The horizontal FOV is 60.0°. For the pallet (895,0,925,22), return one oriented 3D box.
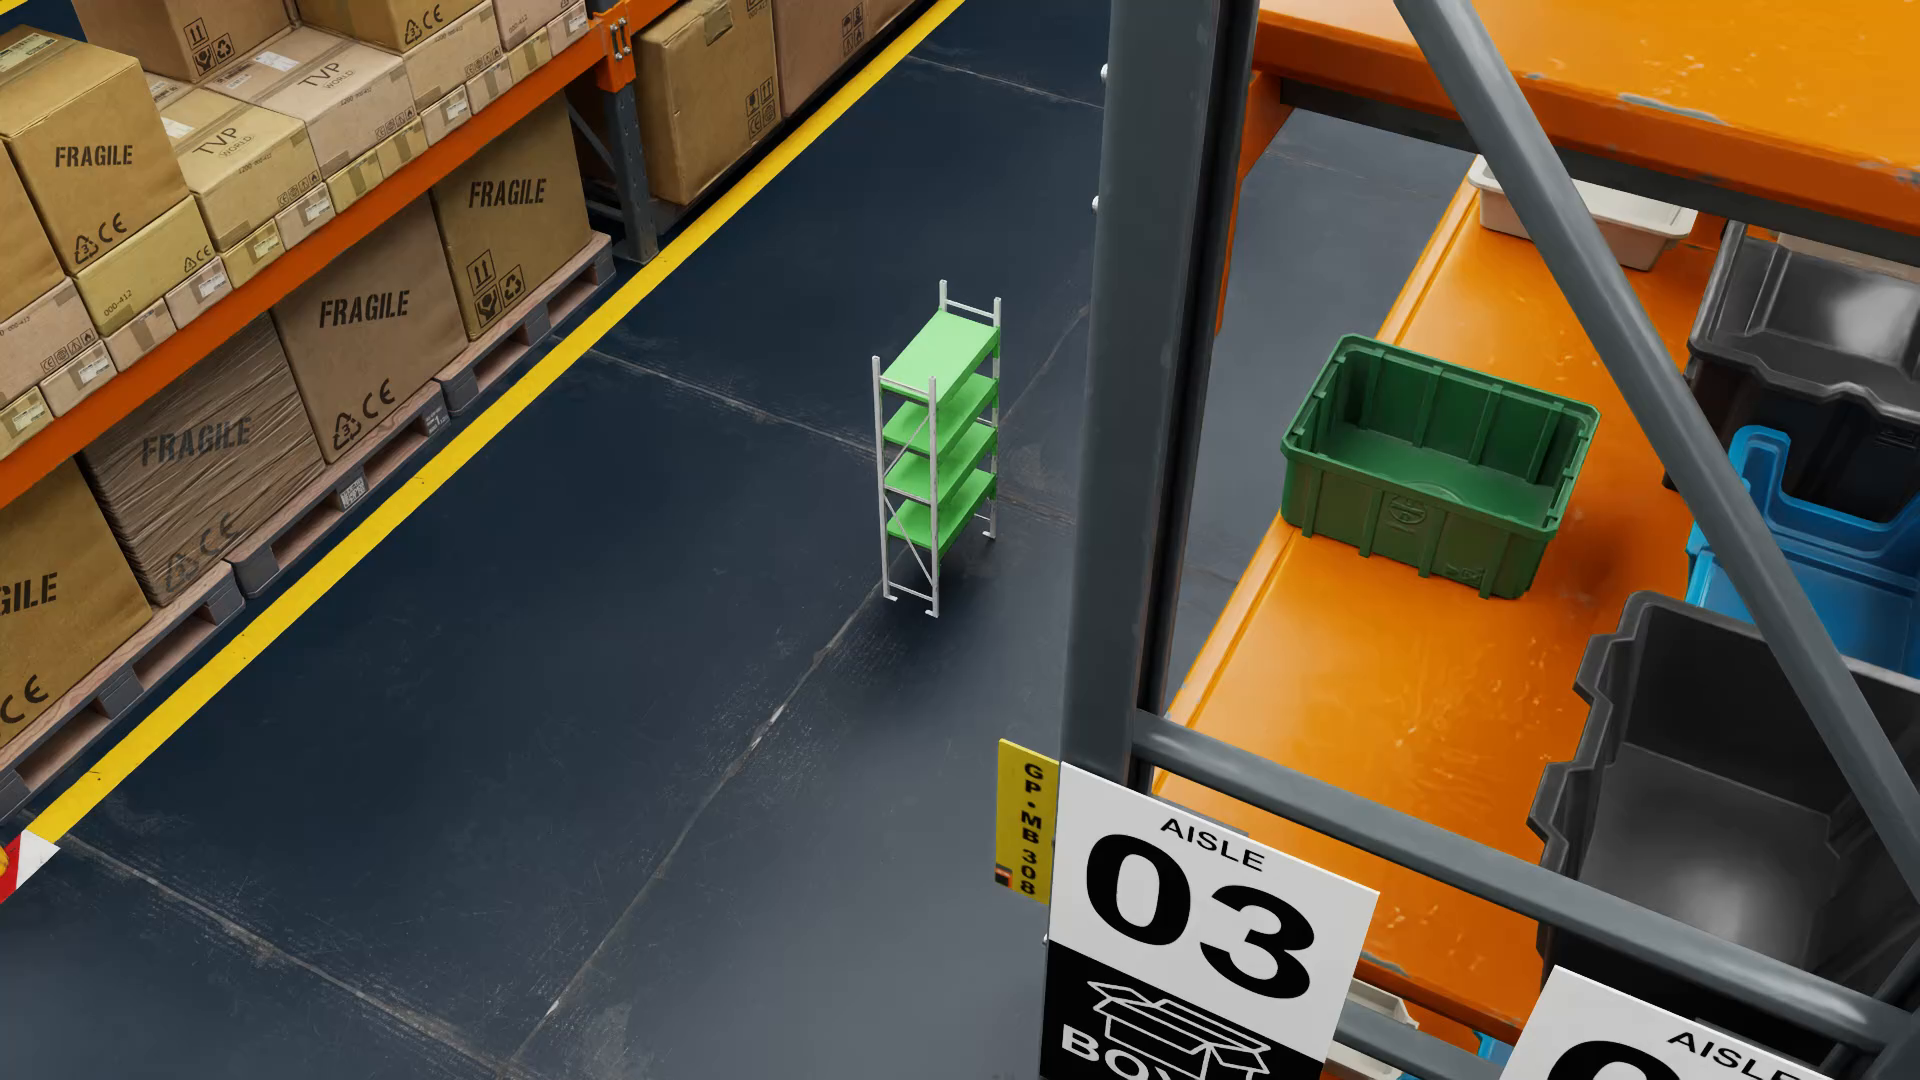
[{"bbox_3d":[-0.516,-3.649,10.208,1.003,0.211,1.213,20,49,19],"label":"pallet"}]

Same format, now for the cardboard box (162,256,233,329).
[{"bbox_3d":[-2.746,-0.898,5.705,0.380,0.149,0.250,20,49,19],"label":"cardboard box"}]

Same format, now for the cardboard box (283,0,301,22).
[{"bbox_3d":[-2.625,-2.371,6.354,0.500,0.500,0.500,20,49,19],"label":"cardboard box"}]

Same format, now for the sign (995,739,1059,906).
[{"bbox_3d":[0.095,0.385,2.225,0.100,0.325,0.005,20,49,19],"label":"sign"}]

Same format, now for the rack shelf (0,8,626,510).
[{"bbox_3d":[-2.869,-1.068,6.203,1.077,0.370,4.000,20,49,19],"label":"rack shelf"}]

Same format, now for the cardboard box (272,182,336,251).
[{"bbox_3d":[-2.507,-1.223,6.026,0.380,0.149,0.250,21,49,20],"label":"cardboard box"}]

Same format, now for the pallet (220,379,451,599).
[{"bbox_3d":[-2.928,-0.376,6.973,1.003,0.211,1.213,20,49,19],"label":"pallet"}]

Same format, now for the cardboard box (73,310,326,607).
[{"bbox_3d":[-3.149,-0.465,6.299,0.875,0.875,0.875,20,49,19],"label":"cardboard box"}]

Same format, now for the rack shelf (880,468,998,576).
[{"bbox_3d":[-0.077,-0.104,6.436,0.258,0.148,0.480,20,49,19],"label":"rack shelf"}]

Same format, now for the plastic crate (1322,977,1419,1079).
[{"bbox_3d":[0.808,1.072,3.724,0.396,0.136,0.243,20,49,19],"label":"plastic crate"}]

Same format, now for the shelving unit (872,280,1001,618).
[{"bbox_3d":[-0.077,-0.317,6.220,0.258,1.200,0.503,20,49,19],"label":"shelving unit"}]

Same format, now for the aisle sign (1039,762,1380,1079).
[{"bbox_3d":[0.297,0.609,2.211,0.394,0.787,0.004,20,49,19],"label":"aisle sign"}]

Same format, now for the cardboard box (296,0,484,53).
[{"bbox_3d":[-2.153,-2.204,6.189,0.500,0.500,0.500,21,49,19],"label":"cardboard box"}]

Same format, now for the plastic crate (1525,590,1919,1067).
[{"bbox_3d":[1.015,0.415,2.214,0.497,0.269,0.590,20,49,19],"label":"plastic crate"}]

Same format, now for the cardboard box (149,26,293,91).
[{"bbox_3d":[-2.861,-1.783,6.300,0.500,0.250,0.500,22,49,20],"label":"cardboard box"}]

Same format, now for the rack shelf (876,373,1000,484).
[{"bbox_3d":[-0.077,-0.441,6.095,0.258,0.148,0.480,20,49,19],"label":"rack shelf"}]

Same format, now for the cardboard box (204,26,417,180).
[{"bbox_3d":[-2.388,-1.620,6.138,0.500,0.250,0.500,21,49,20],"label":"cardboard box"}]

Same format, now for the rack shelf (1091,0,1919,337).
[{"bbox_3d":[1.518,-1.401,2.595,1.077,0.370,4.000,20,49,19],"label":"rack shelf"}]

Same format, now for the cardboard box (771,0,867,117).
[{"bbox_3d":[-1.247,-2.955,8.760,1.225,0.875,0.875,19,48,18],"label":"cardboard box"}]

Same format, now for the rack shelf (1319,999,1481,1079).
[{"bbox_3d":[1.518,0.567,4.586,1.077,0.370,4.000,20,49,19],"label":"rack shelf"}]

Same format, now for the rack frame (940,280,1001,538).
[{"bbox_3d":[0.036,-0.471,6.372,0.240,1.200,0.015,20,49,19],"label":"rack frame"}]

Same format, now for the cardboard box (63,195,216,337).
[{"bbox_3d":[-2.864,-0.971,5.497,0.500,0.250,0.500,19,48,18],"label":"cardboard box"}]

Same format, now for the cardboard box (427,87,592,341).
[{"bbox_3d":[-2.318,-1.592,7.413,0.875,0.875,0.875,20,49,19],"label":"cardboard box"}]

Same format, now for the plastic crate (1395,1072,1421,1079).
[{"bbox_3d":[0.580,1.268,3.321,0.616,0.435,0.499,20,49,19],"label":"plastic crate"}]

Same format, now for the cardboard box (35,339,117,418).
[{"bbox_3d":[-2.984,-0.576,5.387,0.380,0.149,0.250,20,49,18],"label":"cardboard box"}]

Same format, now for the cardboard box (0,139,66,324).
[{"bbox_3d":[-3.103,-0.905,4.904,0.500,0.500,0.500,19,48,18],"label":"cardboard box"}]

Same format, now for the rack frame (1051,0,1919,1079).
[{"bbox_3d":[0.590,-0.535,0.951,1.000,3.000,0.127,20,49,19],"label":"rack frame"}]

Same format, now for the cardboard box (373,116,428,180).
[{"bbox_3d":[-2.269,-1.544,6.344,0.380,0.149,0.250,21,49,20],"label":"cardboard box"}]

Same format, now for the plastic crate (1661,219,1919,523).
[{"bbox_3d":[1.542,-0.330,2.902,0.504,0.338,0.767,20,49,19],"label":"plastic crate"}]

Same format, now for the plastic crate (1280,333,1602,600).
[{"bbox_3d":[0.795,-0.121,2.801,0.450,0.188,0.336,20,49,19],"label":"plastic crate"}]

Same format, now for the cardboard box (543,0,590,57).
[{"bbox_3d":[-1.792,-2.192,6.984,0.380,0.149,0.250,21,49,19],"label":"cardboard box"}]

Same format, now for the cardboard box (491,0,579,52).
[{"bbox_3d":[-1.913,-2.268,6.779,0.500,0.250,0.500,20,49,18],"label":"cardboard box"}]

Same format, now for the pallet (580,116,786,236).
[{"bbox_3d":[-1.649,-2.112,8.689,1.003,0.211,1.213,20,49,19],"label":"pallet"}]

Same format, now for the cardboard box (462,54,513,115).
[{"bbox_3d":[-2.031,-1.869,6.664,0.380,0.149,0.250,20,49,18],"label":"cardboard box"}]
